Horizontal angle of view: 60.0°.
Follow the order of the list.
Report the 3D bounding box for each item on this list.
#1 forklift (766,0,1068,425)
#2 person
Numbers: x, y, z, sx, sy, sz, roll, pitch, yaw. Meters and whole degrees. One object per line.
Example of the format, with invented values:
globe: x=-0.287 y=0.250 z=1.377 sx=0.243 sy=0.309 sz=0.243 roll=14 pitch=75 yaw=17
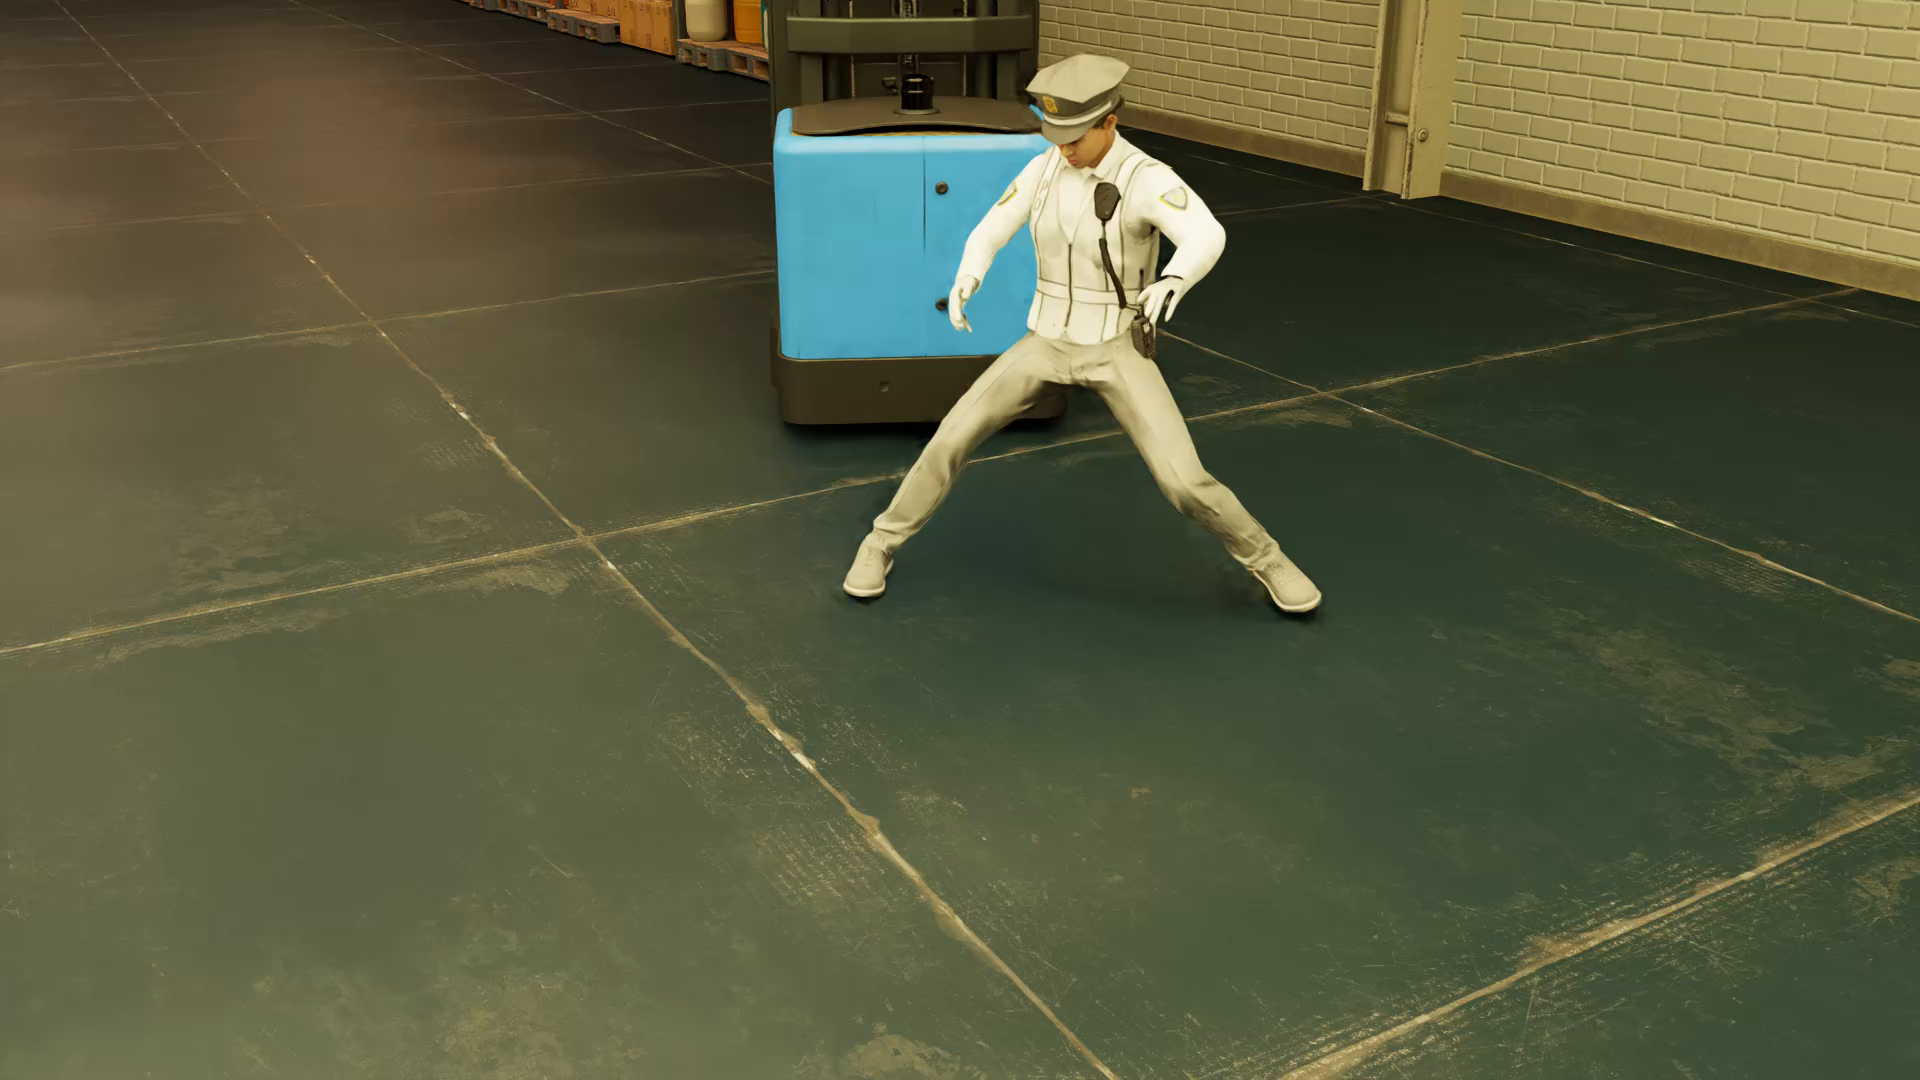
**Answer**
forklift: x=-0.249 y=-2.286 z=6.845 sx=1.130 sy=2.935 sz=3.031 roll=-2 pitch=22 yaw=-5
person: x=0.325 y=-0.517 z=4.447 sx=1.248 sy=1.473 sz=0.787 roll=16 pitch=27 yaw=33
